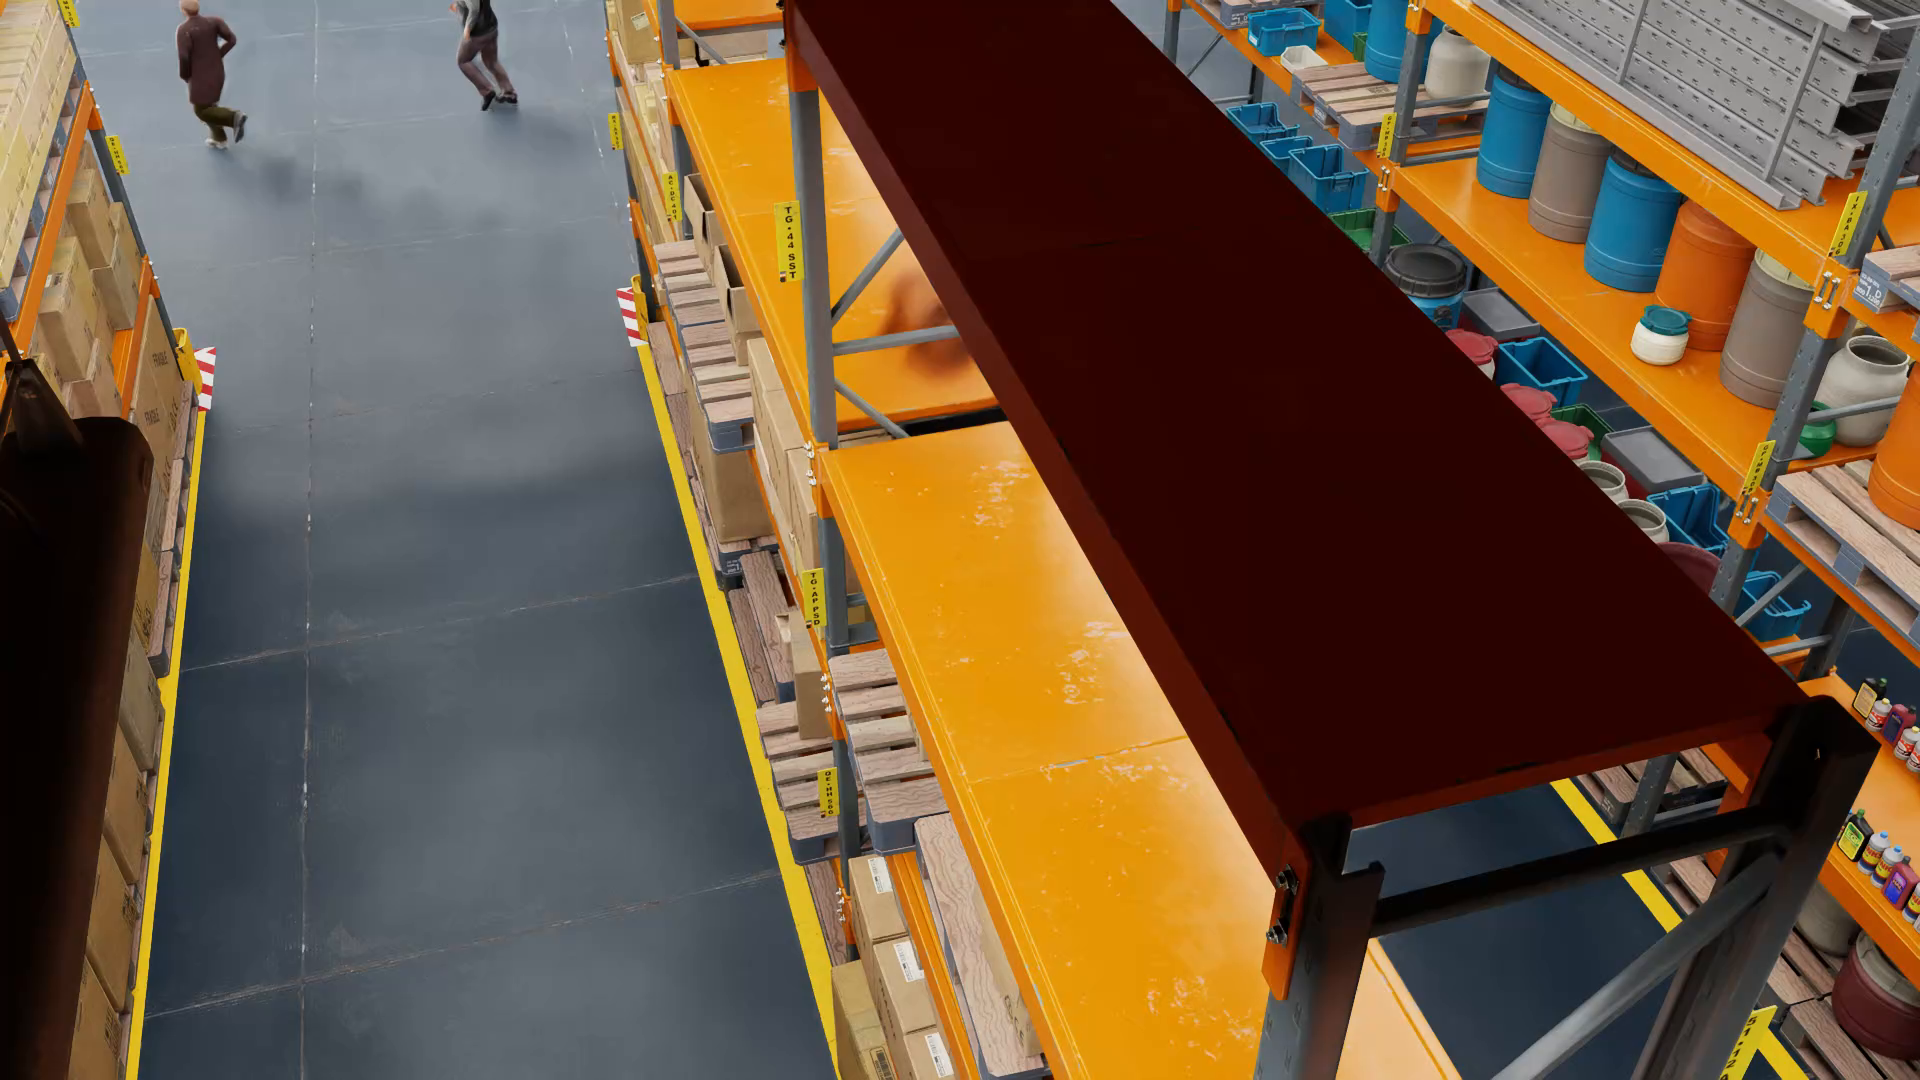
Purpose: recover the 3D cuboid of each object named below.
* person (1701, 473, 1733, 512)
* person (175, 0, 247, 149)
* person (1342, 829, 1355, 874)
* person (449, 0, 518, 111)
[{"bbox_3d":[5.705,-0.870,12.564,0.664,1.677,0.590,-15,41,-18],"label":"person"},{"bbox_3d":[-7.972,-4.945,17.700,0.824,1.737,0.721,15,41,19],"label":"person"},{"bbox_3d":[2.154,1.464,9.167,0.623,1.668,0.669,-16,41,-19],"label":"person"},{"bbox_3d":[-5.415,-5.666,18.618,0.692,1.742,0.685,11,40,13],"label":"person"}]
